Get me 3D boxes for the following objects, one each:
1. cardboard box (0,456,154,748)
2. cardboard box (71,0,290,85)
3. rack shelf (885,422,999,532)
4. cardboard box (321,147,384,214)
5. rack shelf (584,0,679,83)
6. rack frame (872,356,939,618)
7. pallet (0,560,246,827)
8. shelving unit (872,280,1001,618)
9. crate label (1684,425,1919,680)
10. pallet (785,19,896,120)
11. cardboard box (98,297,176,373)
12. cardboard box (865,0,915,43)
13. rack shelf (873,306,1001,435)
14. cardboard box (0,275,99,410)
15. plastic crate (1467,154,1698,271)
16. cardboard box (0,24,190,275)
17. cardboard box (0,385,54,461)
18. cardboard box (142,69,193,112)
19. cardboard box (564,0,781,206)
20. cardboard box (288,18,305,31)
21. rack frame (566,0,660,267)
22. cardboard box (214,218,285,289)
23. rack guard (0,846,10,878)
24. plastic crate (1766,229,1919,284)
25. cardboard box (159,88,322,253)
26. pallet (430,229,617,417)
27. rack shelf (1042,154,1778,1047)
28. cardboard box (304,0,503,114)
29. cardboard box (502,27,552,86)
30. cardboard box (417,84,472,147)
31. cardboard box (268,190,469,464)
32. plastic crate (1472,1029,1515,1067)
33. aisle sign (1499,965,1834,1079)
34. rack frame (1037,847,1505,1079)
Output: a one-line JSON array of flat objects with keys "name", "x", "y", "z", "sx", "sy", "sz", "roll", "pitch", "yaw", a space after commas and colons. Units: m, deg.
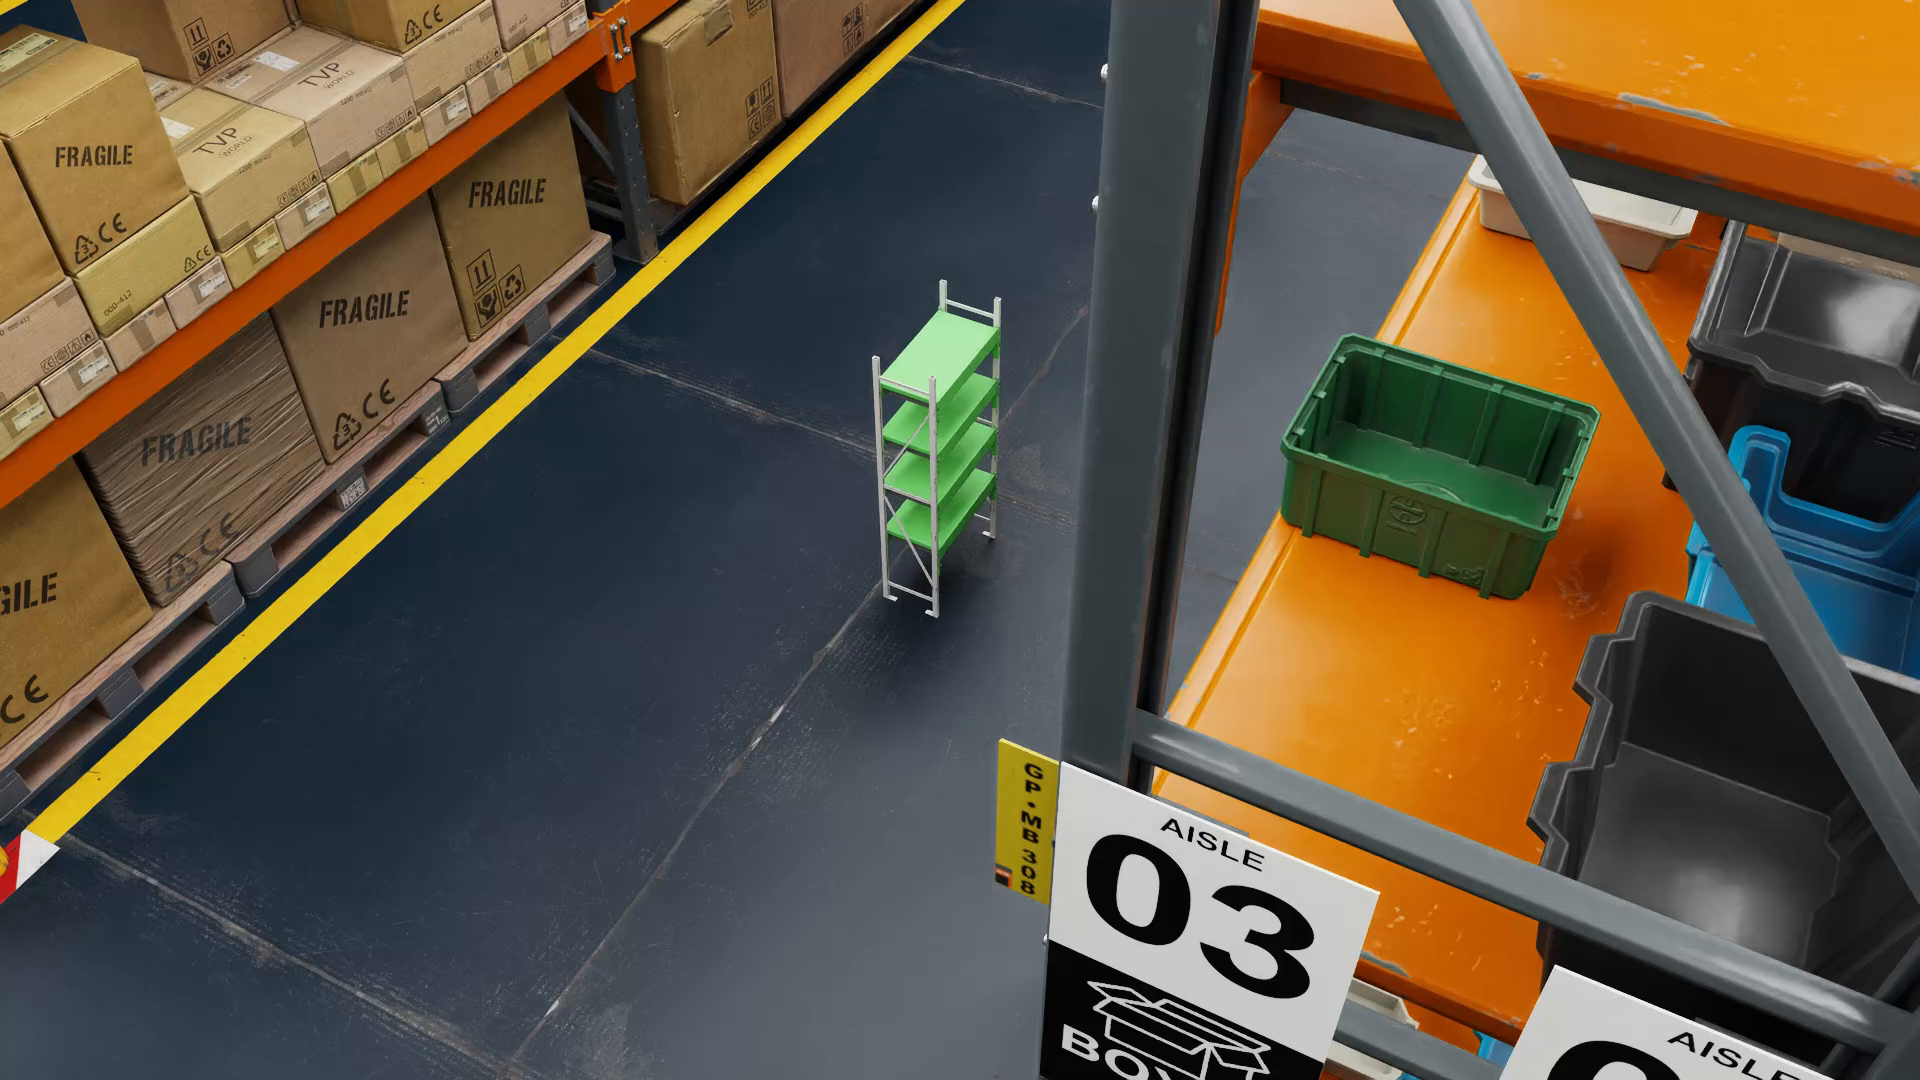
[{"name": "cardboard box", "x": -3.571, "y": 0.109, "z": 5.732, "sx": 0.875, "sy": 0.875, "sz": 0.875, "roll": 20, "pitch": 49, "yaw": 19}, {"name": "cardboard box", "x": -2.862, "y": -2.042, "z": 6.028, "sx": 0.500, "sy": 0.500, "sz": 0.500, "roll": 19, "pitch": 48, "yaw": 18}, {"name": "rack shelf", "x": -0.077, "y": -0.273, "z": 6.266, "sx": 0.258, "sy": 0.148, "sz": 0.480, "roll": 20, "pitch": 49, "yaw": 19}, {"name": "cardboard box", "x": -2.388, "y": -1.383, "z": 6.184, "sx": 0.380, "sy": 0.149, "sz": 0.250, "roll": 20, "pitch": 49, "yaw": 18}, {"name": "rack shelf", "x": -1.012, "y": -3.588, "z": 8.693, "sx": 1.077, "sy": 0.370, "sz": 4.000, "roll": 20, "pitch": 49, "yaw": 19}, {"name": "rack frame", "x": -0.190, "y": -0.164, "z": 6.068, "sx": 0.240, "sy": 1.200, "sz": 0.015, "roll": 20, "pitch": 49, "yaw": 19}, {"name": "pallet", "x": -3.495, "y": 0.390, "z": 6.217, "sx": 1.003, "sy": 0.211, "sz": 1.213, "roll": 20, "pitch": 49, "yaw": 19}, {"name": "shelving unit", "x": -0.077, "y": -0.317, "z": 6.220, "sx": 0.258, "sy": 1.200, "sz": 0.503, "roll": 20, "pitch": 49, "yaw": 19}, {"name": "crate label", "x": 1.304, "y": 0.098, "z": 2.540, "sx": 0.408, "sy": 0.251, "sz": 0.502, "roll": 20, "pitch": 49, "yaw": 19}, {"name": "pallet", "x": -1.084, "y": -2.883, "z": 9.451, "sx": 1.003, "sy": 0.211, "sz": 1.213, "roll": 20, "pitch": 49, "yaw": 19}, {"name": "cardboard box", "x": -2.865, "y": -0.735, "z": 5.545, "sx": 0.380, "sy": 0.149, "sz": 0.250, "roll": 20, "pitch": 49, "yaw": 18}, {"name": "cardboard box", "x": -0.843, "y": -3.515, "z": 9.313, "sx": 1.225, "sy": 0.875, "sz": 0.875, "roll": 21, "pitch": 49, "yaw": 19}, {"name": "rack shelf", "x": -0.077, "y": -0.610, "z": 5.924, "sx": 0.258, "sy": 0.148, "sz": 0.480, "roll": 20, "pitch": 49, "yaw": 19}, {"name": "cardboard box", "x": -3.100, "y": -0.656, "z": 5.186, "sx": 0.500, "sy": 0.250, "sz": 0.500, "roll": 20, "pitch": 49, "yaw": 19}, {"name": "plastic crate", "x": 1.329, "y": -0.771, "z": 3.480, "sx": 0.437, "sy": 0.136, "sz": 0.530, "roll": 20, "pitch": 49, "yaw": 19}, {"name": "cardboard box", "x": -2.868, "y": -1.233, "z": 5.229, "sx": 0.500, "sy": 0.500, "sz": 0.500, "roll": 19, "pitch": 48, "yaw": 18}, {"name": "cardboard box", "x": -3.104, "y": -0.411, "z": 5.224, "sx": 0.380, "sy": 0.149, "sz": 0.250, "roll": 19, "pitch": 48, "yaw": 18}, {"name": "cardboard box", "x": -3.097, "y": -1.475, "z": 5.995, "sx": 0.500, "sy": 0.250, "sz": 0.500, "roll": 21, "pitch": 49, "yaw": 19}, {"name": "cardboard box", "x": -1.661, "y": -2.392, "z": 8.203, "sx": 1.225, "sy": 0.875, "sz": 0.875, "roll": 21, "pitch": 49, "yaw": 19}, {"name": "cardboard box", "x": -2.626, "y": -2.112, "z": 6.624, "sx": 0.500, "sy": 0.250, "sz": 0.500, "roll": 20, "pitch": 49, "yaw": 19}, {"name": "rack frame", "x": -1.941, "y": -2.581, "z": 7.192, "sx": 1.000, "sy": 3.000, "sz": 0.127, "roll": 20, "pitch": 49, "yaw": 19}, {"name": "cardboard box", "x": -2.627, "y": -1.057, "z": 5.862, "sx": 0.380, "sy": 0.149, "sz": 0.250, "roll": 19, "pitch": 48, "yaw": 18}, {"name": "rack guard", "x": -3.809, "y": 0.833, "z": 5.576, "sx": 1.175, "sy": 0.500, "sz": 0.348, "roll": 20, "pitch": 49, "yaw": 19}, {"name": "plastic crate", "x": 1.892, "y": -0.733, "z": 3.340, "sx": 0.437, "sy": 0.282, "sz": 0.530, "roll": 20, "pitch": 49, "yaw": 19}, {"name": "cardboard box", "x": -2.626, "y": -1.302, "z": 5.824, "sx": 0.500, "sy": 0.250, "sz": 0.500, "roll": 20, "pitch": 49, "yaw": 18}, {"name": "pallet", "x": -2.363, "y": -1.148, "z": 7.736, "sx": 1.003, "sy": 0.211, "sz": 1.213, "roll": 20, "pitch": 49, "yaw": 19}, {"name": "rack shelf", "x": 1.518, "y": -0.487, "z": 3.519, "sx": 1.077, "sy": 0.370, "sz": 4.000, "roll": 20, "pitch": 49, "yaw": 19}, {"name": "cardboard box", "x": -2.151, "y": -1.941, "z": 6.456, "sx": 0.500, "sy": 0.250, "sz": 0.500, "roll": 22, "pitch": 49, "yaw": 20}, {"name": "cardboard box", "x": -1.911, "y": -2.030, "z": 6.824, "sx": 0.380, "sy": 0.149, "sz": 0.250, "roll": 21, "pitch": 49, "yaw": 20}, {"name": "cardboard box", "x": -2.150, "y": -1.707, "z": 6.504, "sx": 0.380, "sy": 0.149, "sz": 0.250, "roll": 21, "pitch": 49, "yaw": 20}, {"name": "cardboard box", "x": -2.736, "y": -1.025, "z": 6.853, "sx": 0.875, "sy": 0.875, "sz": 0.875, "roll": 20, "pitch": 49, "yaw": 19}, {"name": "plastic crate", "x": 1.301, "y": 1.150, "z": 3.580, "sx": 0.416, "sy": 0.233, "sz": 0.300, "roll": 20, "pitch": 49, "yaw": 19}, {"name": "aisle sign", "x": 0.819, "y": 0.804, "z": 2.019, "sx": 0.394, "sy": 0.787, "sz": 0.004, "roll": 20, "pitch": 49, "yaw": 19}, {"name": "rack frame", "x": 0.590, "y": 1.574, "z": 3.085, "sx": 1.000, "sy": 3.000, "sz": 0.127, "roll": 20, "pitch": 49, "yaw": 19}]
